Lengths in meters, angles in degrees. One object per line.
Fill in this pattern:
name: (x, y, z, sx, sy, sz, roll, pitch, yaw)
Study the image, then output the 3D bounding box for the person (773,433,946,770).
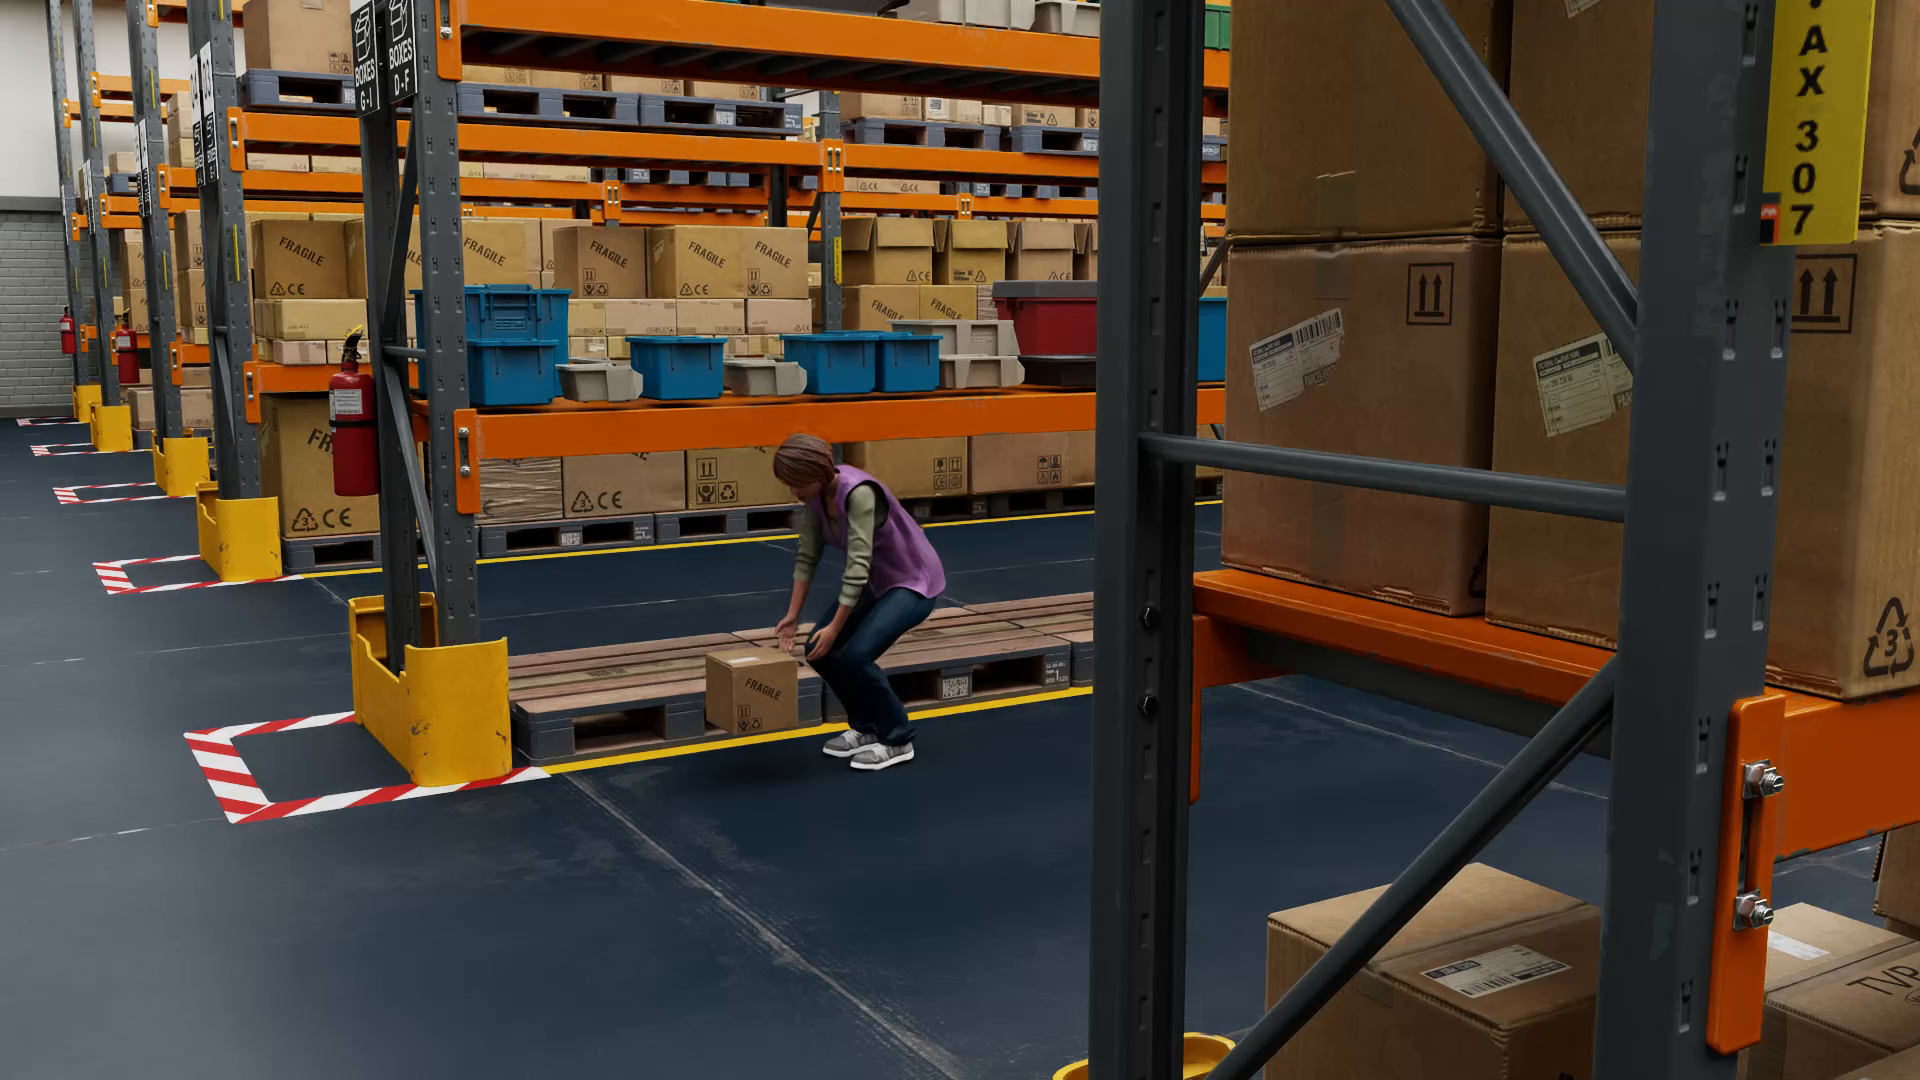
person: (-0.362, 0.220, 6.109, 0.685, 1.244, 0.463, -5, 10, -31)
